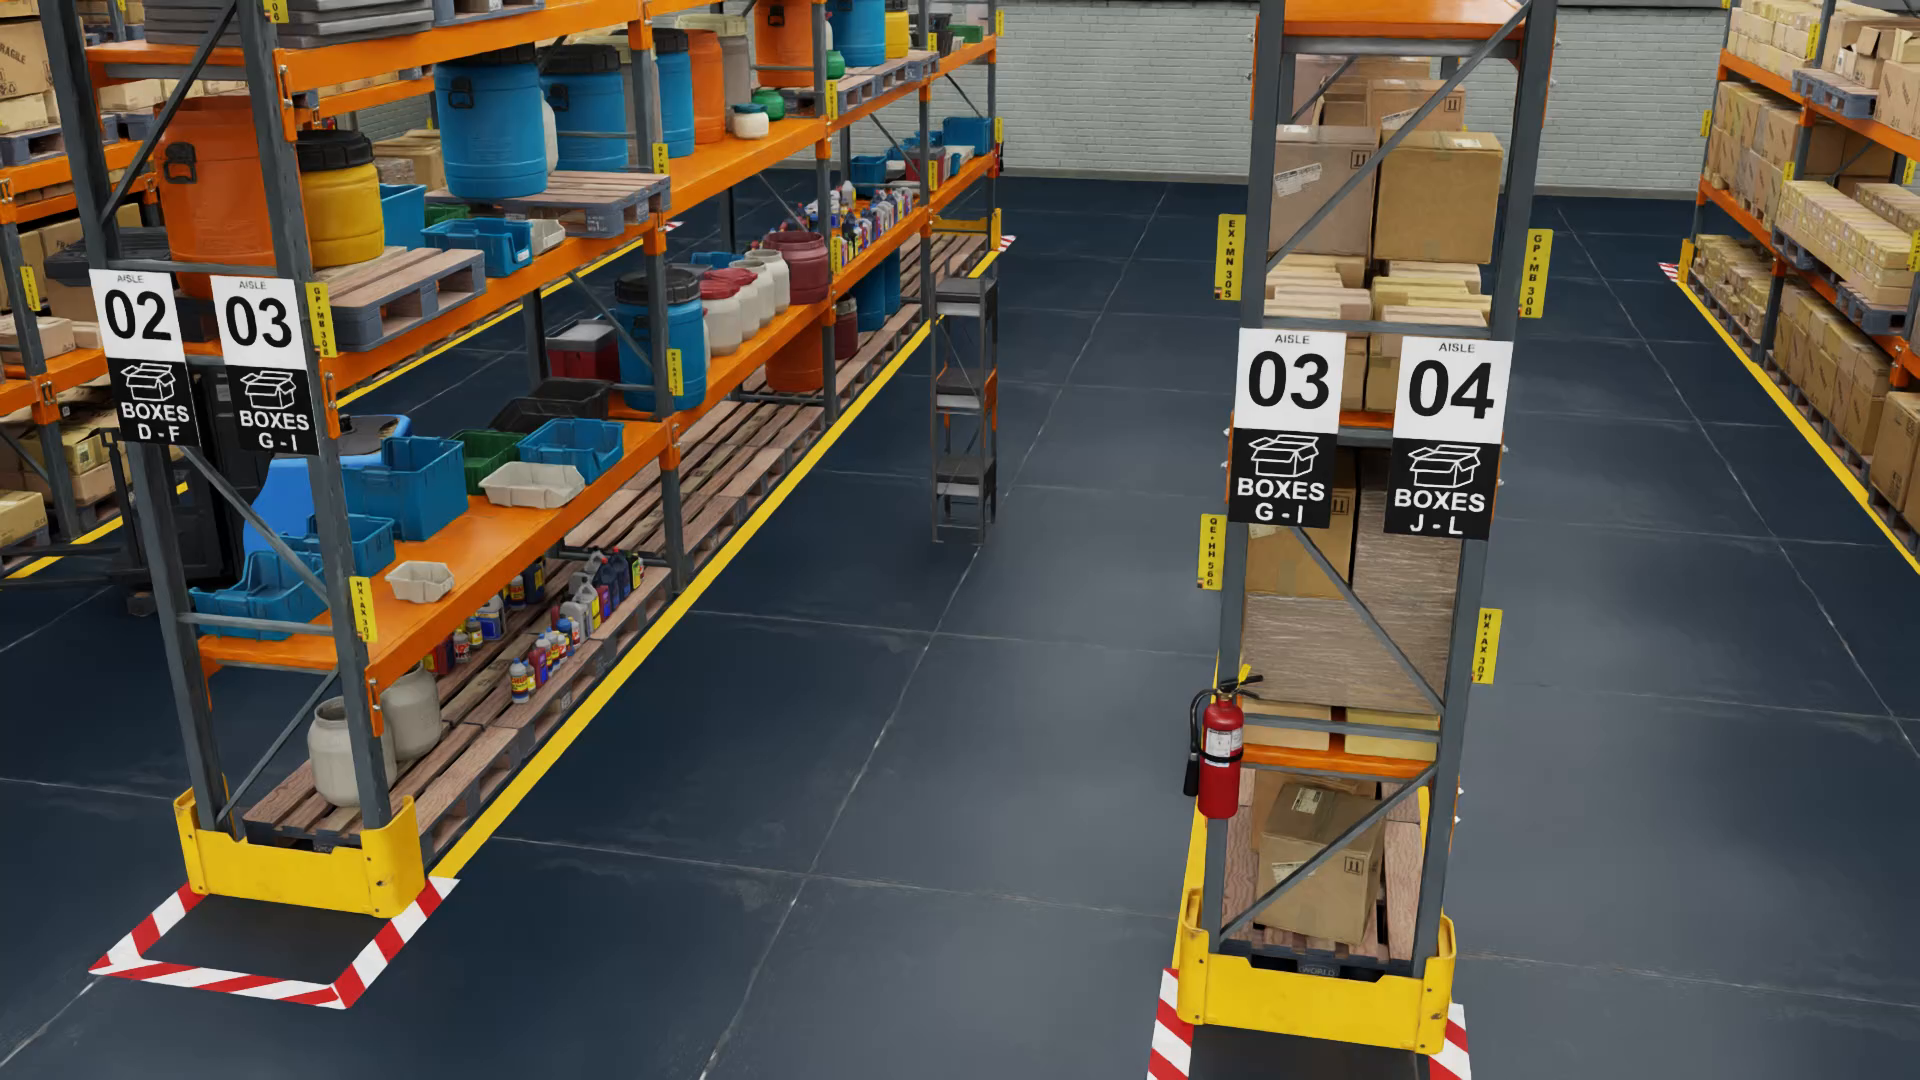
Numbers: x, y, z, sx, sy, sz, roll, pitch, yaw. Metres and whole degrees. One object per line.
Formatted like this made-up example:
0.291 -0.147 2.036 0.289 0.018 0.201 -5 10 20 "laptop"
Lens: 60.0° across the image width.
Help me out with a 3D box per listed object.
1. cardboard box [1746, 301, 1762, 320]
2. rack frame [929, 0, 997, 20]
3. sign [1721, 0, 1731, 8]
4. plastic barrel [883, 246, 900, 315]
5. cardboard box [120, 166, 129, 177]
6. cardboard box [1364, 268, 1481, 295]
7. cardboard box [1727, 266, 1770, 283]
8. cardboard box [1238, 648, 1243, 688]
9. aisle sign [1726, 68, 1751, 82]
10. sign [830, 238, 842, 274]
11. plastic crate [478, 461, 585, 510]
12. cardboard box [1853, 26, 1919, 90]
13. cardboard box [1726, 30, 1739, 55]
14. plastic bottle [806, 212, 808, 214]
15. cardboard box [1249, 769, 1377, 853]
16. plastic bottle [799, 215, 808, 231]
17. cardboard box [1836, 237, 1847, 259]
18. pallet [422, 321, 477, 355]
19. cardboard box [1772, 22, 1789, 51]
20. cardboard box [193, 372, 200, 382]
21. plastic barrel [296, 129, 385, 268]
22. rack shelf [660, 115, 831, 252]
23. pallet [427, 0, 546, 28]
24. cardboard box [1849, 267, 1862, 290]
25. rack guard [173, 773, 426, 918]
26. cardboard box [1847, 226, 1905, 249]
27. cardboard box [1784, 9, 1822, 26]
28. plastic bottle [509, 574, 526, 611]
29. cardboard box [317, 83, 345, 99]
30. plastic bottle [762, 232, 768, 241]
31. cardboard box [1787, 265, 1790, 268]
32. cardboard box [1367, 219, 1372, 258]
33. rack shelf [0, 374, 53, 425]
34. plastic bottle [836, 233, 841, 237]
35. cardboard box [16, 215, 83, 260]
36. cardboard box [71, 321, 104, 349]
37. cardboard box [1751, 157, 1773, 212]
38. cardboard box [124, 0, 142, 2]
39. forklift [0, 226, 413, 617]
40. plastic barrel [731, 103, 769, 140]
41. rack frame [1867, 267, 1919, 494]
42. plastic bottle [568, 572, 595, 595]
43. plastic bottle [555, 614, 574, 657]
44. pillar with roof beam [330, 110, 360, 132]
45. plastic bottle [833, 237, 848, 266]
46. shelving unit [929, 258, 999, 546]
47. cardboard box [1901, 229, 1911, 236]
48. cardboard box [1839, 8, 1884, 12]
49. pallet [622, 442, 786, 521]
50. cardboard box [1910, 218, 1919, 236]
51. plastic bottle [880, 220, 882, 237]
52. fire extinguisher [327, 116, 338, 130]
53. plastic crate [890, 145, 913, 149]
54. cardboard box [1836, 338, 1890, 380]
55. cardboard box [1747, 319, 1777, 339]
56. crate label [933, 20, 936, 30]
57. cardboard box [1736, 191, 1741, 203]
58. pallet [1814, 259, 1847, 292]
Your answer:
8.640 -2.440 17.754 0.380 0.149 0.250 3 22 8 "cardboard box"
-0.024 -8.229 21.241 1.000 3.000 0.127 4 22 11 "rack frame"
9.129 -6.492 19.772 0.100 0.325 0.005 4 22 11 "sign"
-0.967 -3.007 18.552 0.600 0.901 0.708 4 22 11 "plastic barrel"
-10.330 -4.486 20.287 0.380 0.149 0.250 5 22 11 "cardboard box"
2.116 -1.065 7.669 0.500 0.250 0.500 4 22 11 "cardboard box"
8.856 -2.972 18.675 0.380 0.149 0.250 4 22 9 "cardboard box"
1.469 0.593 7.703 0.380 0.149 0.250 4 22 11 "cardboard box"
9.381 -5.909 20.031 0.394 0.787 0.004 4 22 11 "aisle sign"
-1.116 -2.557 14.968 0.100 0.325 0.005 4 22 11 "sign"
-2.556 -0.322 9.991 0.530 0.136 0.437 4 22 11 "plastic crate"
8.400 -4.270 14.725 0.797 0.503 0.637 4 22 10 "cardboard box"
9.318 -5.831 19.502 0.500 0.250 0.500 5 23 13 "cardboard box"
-1.614 -3.284 17.165 0.097 0.271 0.097 0 22 0 "plastic bottle"
1.793 1.299 8.396 0.500 0.500 0.500 11 24 25 "cardboard box"
-1.579 -3.121 16.745 0.061 0.283 0.133 4 22 11 "plastic bottle"
7.891 -2.536 14.511 0.380 0.149 0.250 4 22 11 "cardboard box"
-6.064 -2.321 18.334 1.003 0.211 1.213 4 22 11 "pallet"
8.909 -5.313 17.547 0.500 0.250 0.500 5 23 13 "cardboard box"
-6.680 -1.311 14.460 0.500 0.311 0.500 5 22 12 "cardboard box"
-3.180 -1.695 8.217 0.600 0.588 0.600 0 22 0 "plastic barrel"
-2.064 -2.847 12.855 1.077 0.370 4.000 4 22 11 "rack shelf"
-2.860 -2.816 8.589 1.003 0.211 1.213 4 22 11 "pallet"
7.783 -2.206 14.091 0.380 0.149 0.250 5 22 12 "cardboard box"
-3.319 1.533 8.377 1.175 0.500 0.348 4 22 11 "rack guard"
7.837 -2.582 14.226 0.380 0.149 0.250 5 22 13 "cardboard box"
8.845 -5.447 17.345 0.380 0.149 0.250 4 22 9 "cardboard box"
-2.954 0.330 11.083 0.097 0.271 0.097 0 22 0 "plastic bottle"
-6.448 -4.499 15.861 0.910 0.500 0.500 4 22 11 "cardboard box"
-1.863 -2.838 16.056 0.097 0.271 0.097 0 22 0 "plastic bottle"
9.461 -3.019 18.792 0.380 0.149 0.250 5 22 11 "cardboard box"
2.188 -1.472 8.144 0.380 0.149 0.250 4 22 9 "cardboard box"
-7.729 -0.371 10.724 1.077 0.370 4.000 4 22 11 "rack shelf"
-1.166 -2.809 15.984 0.097 0.271 0.097 0 22 0 "plastic bottle"
-10.722 -3.363 19.505 0.750 0.750 0.750 5 23 13 "cardboard box"
-6.940 -1.628 13.218 0.380 0.149 0.250 4 22 11 "cardboard box"
8.773 -3.763 17.651 0.500 0.500 0.500 4 22 9 "cardboard box"
-10.118 -6.889 20.429 0.500 0.500 0.500 4 22 10 "cardboard box"
-5.474 -1.040 11.513 3.031 2.935 1.130 -3 22 -8 "forklift"
-1.687 -3.365 13.363 0.301 0.262 0.301 0 22 0 "plastic barrel"
8.028 -1.728 13.129 1.000 3.000 0.127 4 22 11 "rack frame"
-2.511 0.327 11.083 0.152 0.276 0.135 4 22 11 "plastic bottle"
-2.482 0.591 10.433 0.097 0.271 0.097 0 22 0 "plastic bottle"
-5.804 -9.709 24.916 9.100 9.000 0.400 4 22 11 "pillar with roof beam"
-1.157 -2.766 15.872 0.152 0.276 0.135 4 22 11 "plastic bottle"
0.034 -1.035 12.612 0.431 2.100 0.503 4 22 11 "shelving unit"
8.636 -2.676 14.858 0.380 0.149 0.250 5 23 13 "cardboard box"
9.456 -5.494 17.463 0.380 0.149 0.250 6 23 14 "cardboard box"
-2.103 -0.502 13.817 1.003 0.211 1.213 4 22 11 "pallet"
8.578 -2.717 14.563 0.380 0.149 0.250 5 23 13 "cardboard box"
-0.853 -3.226 17.114 0.097 0.201 0.097 0 22 0 "plastic bottle"
-9.240 -6.013 24.370 0.296 0.674 0.183 4 22 11 "fire extinguisher"
-0.665 -4.850 21.024 0.416 0.233 0.300 4 22 11 "plastic crate"
8.003 -1.567 14.508 0.500 0.250 0.500 5 22 12 "cardboard box"
8.590 -2.233 17.636 0.380 0.149 0.250 5 22 12 "cardboard box"
-0.528 -6.456 21.052 0.408 0.251 0.502 4 22 11 "crate label"
9.005 -3.869 18.782 0.380 0.149 0.250 5 23 13 "cardboard box"
8.392 -2.366 14.970 1.003 0.211 1.213 4 22 11 "pallet"
